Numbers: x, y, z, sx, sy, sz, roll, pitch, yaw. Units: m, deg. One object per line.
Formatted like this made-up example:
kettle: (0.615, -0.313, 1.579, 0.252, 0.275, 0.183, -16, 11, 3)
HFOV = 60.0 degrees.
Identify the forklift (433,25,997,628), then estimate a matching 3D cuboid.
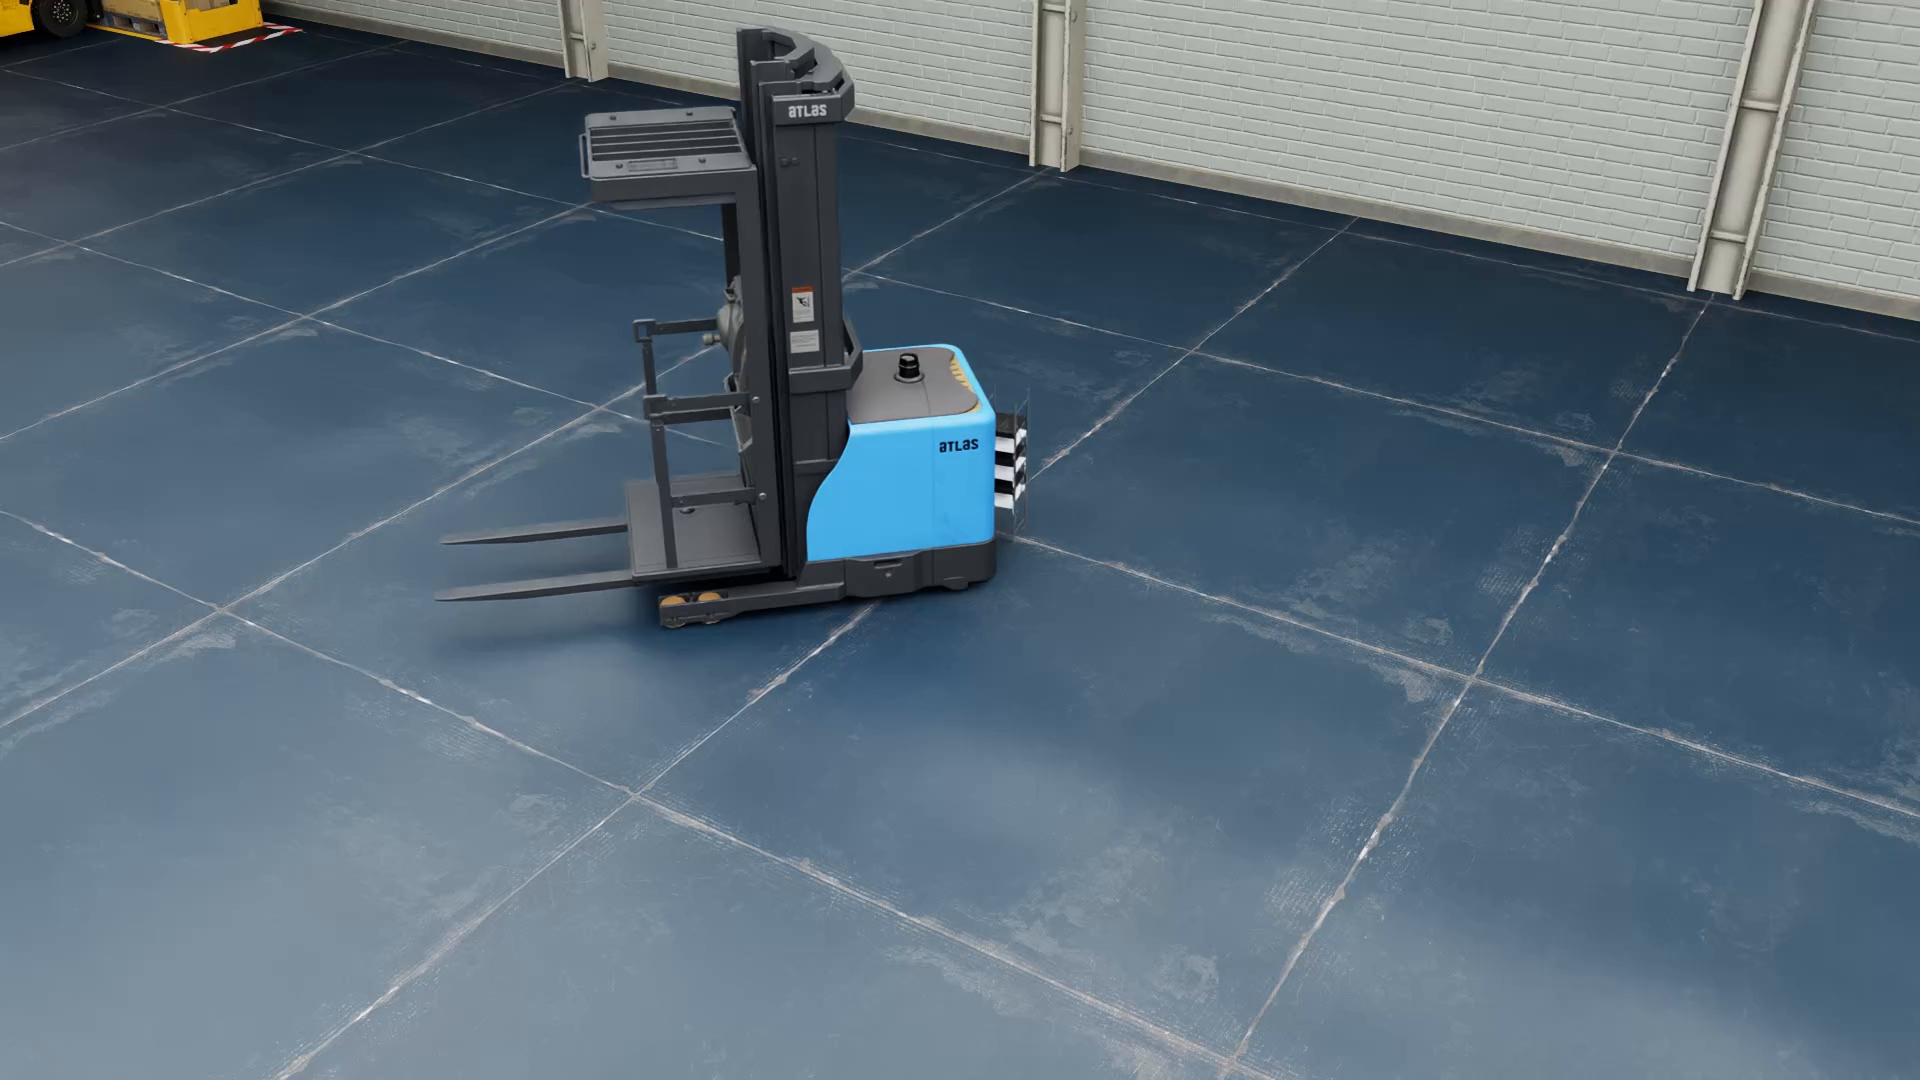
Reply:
forklift: (-1.368, -1.086, 8.702, 3.031, 2.935, 1.130, -6, 31, -11)

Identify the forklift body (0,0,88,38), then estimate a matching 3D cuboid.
forklift body: (-11.723, -6.896, 19.435, 1.214, 2.155, 2.313, 18, 35, 27)

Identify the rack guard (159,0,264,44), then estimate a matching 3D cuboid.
rack guard: (-9.126, -6.447, 20.304, 0.348, 0.500, 1.175, 18, 35, 27)

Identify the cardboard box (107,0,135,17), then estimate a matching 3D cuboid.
cardboard box: (-10.129, -6.655, 20.492, 0.500, 0.250, 0.500, 18, 35, 27)

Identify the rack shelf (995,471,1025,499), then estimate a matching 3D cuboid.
rack shelf: (0.255, -0.331, 9.668, 0.200, 0.077, 0.258, 10, 32, 17)

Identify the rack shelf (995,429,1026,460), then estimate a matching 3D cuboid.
rack shelf: (0.255, -0.564, 9.532, 0.200, 0.077, 0.258, 10, 32, 17)

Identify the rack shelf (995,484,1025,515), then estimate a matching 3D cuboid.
rack shelf: (0.255, -0.253, 9.714, 0.200, 0.077, 0.258, 10, 32, 17)

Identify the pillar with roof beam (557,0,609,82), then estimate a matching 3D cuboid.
pillar with roof beam: (-6.464, -7.251, 13.248, 0.400, 9.000, 9.100, 18, 35, 27)

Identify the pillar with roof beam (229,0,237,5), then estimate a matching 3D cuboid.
pillar with roof beam: (-11.546, -8.858, 16.003, 0.400, 9.000, 9.100, 18, 35, 27)

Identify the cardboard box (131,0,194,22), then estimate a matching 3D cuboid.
cardboard box: (-9.713, -6.518, 20.257, 0.500, 0.250, 0.500, 18, 35, 28)

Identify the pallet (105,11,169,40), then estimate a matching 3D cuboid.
pallet: (-9.817, -6.515, 20.709, 1.213, 0.211, 1.003, 18, 35, 27)

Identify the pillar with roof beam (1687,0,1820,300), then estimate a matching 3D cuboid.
pillar with roof beam: (3.700, -4.036, 7.738, 0.400, 9.000, 9.100, 18, 35, 27)

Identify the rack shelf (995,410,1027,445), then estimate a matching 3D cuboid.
rack shelf: (0.255, -0.642, 9.487, 0.200, 0.077, 0.258, 10, 32, 17)

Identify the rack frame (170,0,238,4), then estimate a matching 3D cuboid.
rack frame: (-9.147, -7.533, 19.686, 0.127, 3.000, 1.000, 18, 35, 27)

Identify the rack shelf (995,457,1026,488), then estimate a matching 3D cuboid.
rack shelf: (0.255, -0.408, 9.623, 0.200, 0.077, 0.258, 10, 32, 17)

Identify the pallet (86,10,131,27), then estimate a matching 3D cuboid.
pallet: (-10.846, -6.843, 21.270, 1.213, 0.211, 1.003, 18, 35, 27)

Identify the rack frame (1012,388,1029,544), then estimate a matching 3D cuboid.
rack frame: (0.350, -0.420, 9.576, 0.006, 0.900, 0.240, 10, 32, 17)

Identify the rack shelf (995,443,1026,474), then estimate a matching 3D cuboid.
rack shelf: (0.255, -0.486, 9.578, 0.200, 0.077, 0.258, 10, 32, 17)

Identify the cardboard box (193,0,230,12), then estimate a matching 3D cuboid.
cardboard box: (-9.459, -6.742, 20.641, 0.500, 0.250, 0.500, 18, 35, 28)

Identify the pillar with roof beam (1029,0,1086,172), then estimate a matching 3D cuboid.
pillar with roof beam: (-1.382, -5.643, 10.493, 0.400, 9.000, 9.100, 18, 35, 27)

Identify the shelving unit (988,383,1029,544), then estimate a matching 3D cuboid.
shelving unit: (0.255, -0.437, 9.606, 0.210, 0.900, 0.258, 10, 32, 17)

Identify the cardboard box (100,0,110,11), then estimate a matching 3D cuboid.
cardboard box: (-10.548, -6.793, 20.729, 0.500, 0.250, 0.500, 18, 35, 28)

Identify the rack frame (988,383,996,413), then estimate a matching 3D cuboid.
rack frame: (0.159, -0.455, 9.636, 0.006, 0.900, 0.240, 10, 32, 17)
